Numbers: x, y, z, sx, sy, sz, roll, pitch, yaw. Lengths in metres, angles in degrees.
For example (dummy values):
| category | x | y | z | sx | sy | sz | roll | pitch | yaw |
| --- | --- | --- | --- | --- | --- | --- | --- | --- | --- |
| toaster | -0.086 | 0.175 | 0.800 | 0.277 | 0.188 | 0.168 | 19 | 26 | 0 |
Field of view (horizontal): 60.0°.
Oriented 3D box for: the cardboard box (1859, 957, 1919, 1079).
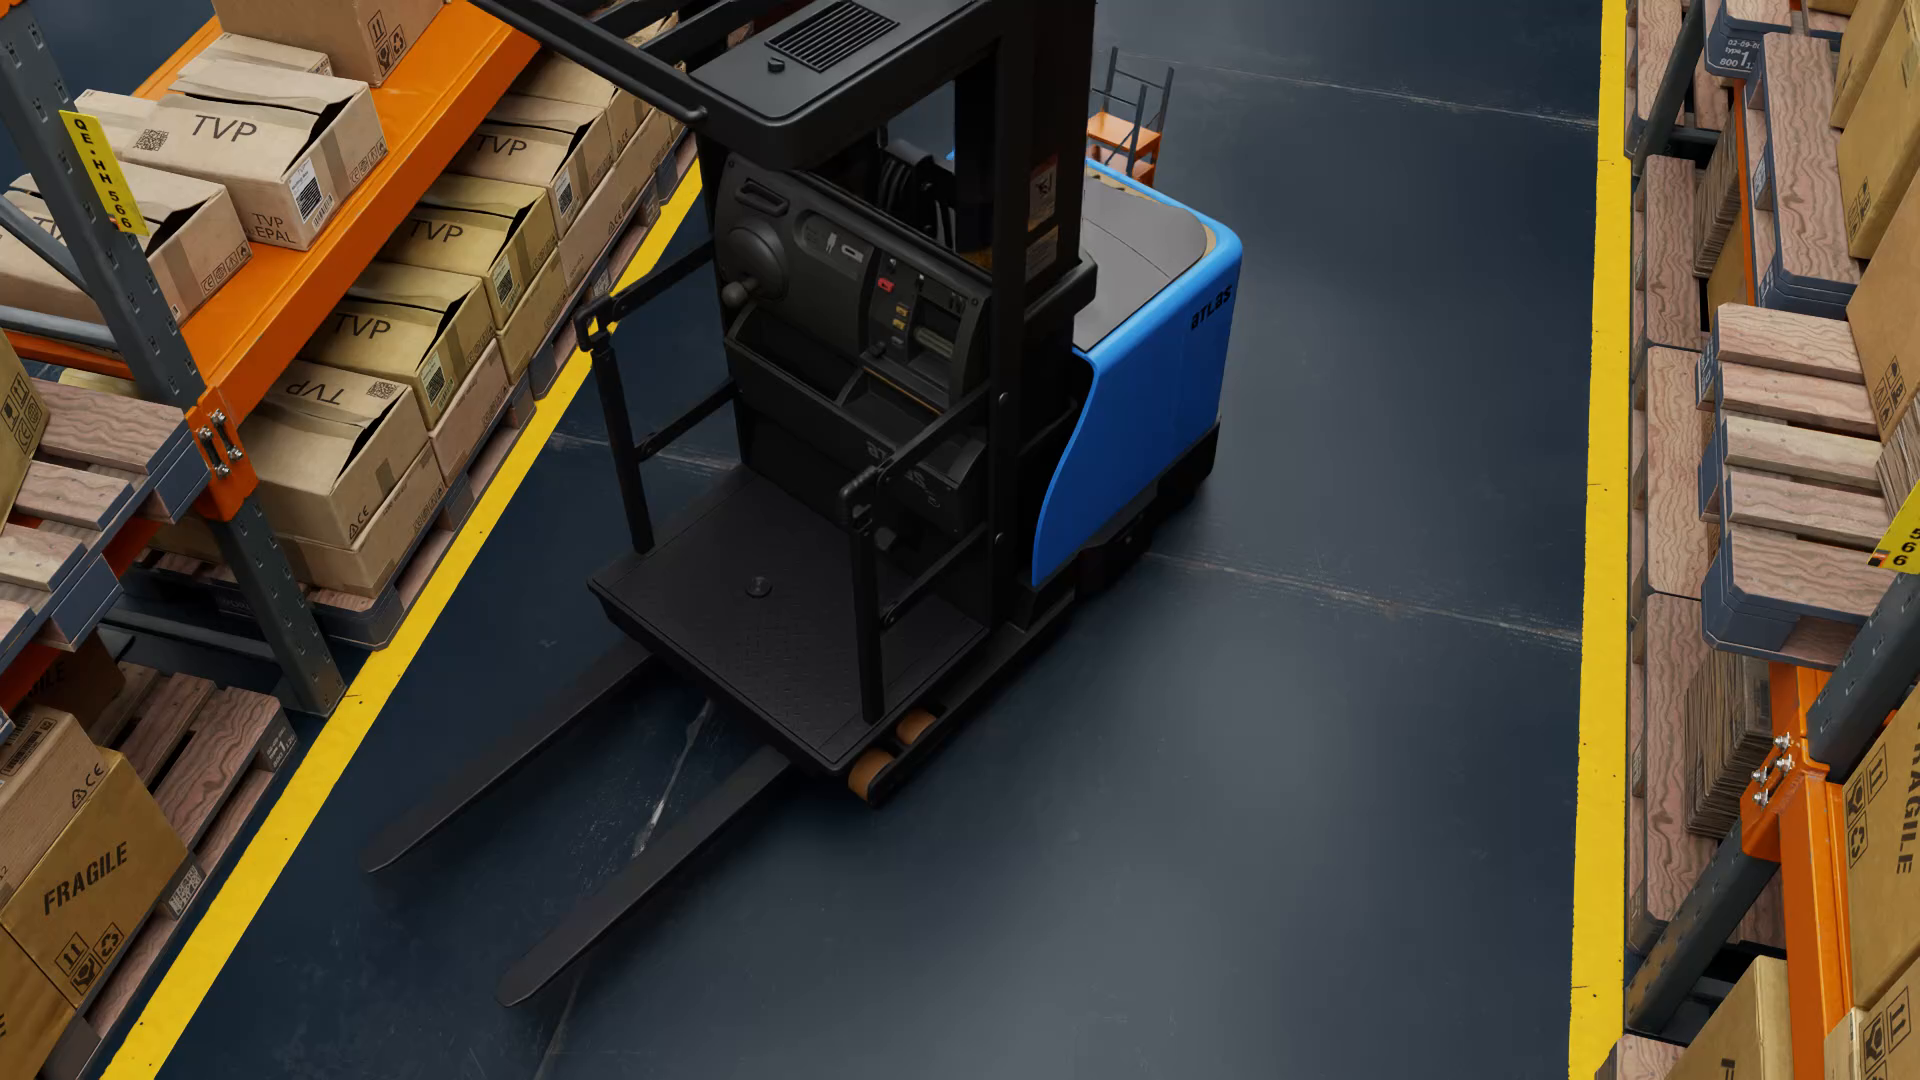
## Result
| category | x | y | z | sx | sy | sz | roll | pitch | yaw |
| --- | --- | --- | --- | --- | --- | --- | --- | --- | --- |
| cardboard box | 1.800 | 0.946 | 2.636 | 0.500 | 0.500 | 0.500 | 13 | 50 | 11 |

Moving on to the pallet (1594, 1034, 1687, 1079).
| category | x | y | z | sx | sy | sz | roll | pitch | yaw |
| --- | --- | --- | --- | --- | --- | --- | --- | --- | --- |
| pallet | 2.041 | 1.885 | 3.946 | 1.003 | 0.211 | 1.213 | 12 | 50 | 10 |

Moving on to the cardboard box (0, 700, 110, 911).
| category | x | y | z | sx | sy | sz | roll | pitch | yaw |
| --- | --- | --- | --- | --- | --- | --- | --- | --- | --- |
| cardboard box | -2.489 | 0.629 | 4.068 | 0.500 | 0.250 | 0.500 | 13 | 50 | 11 |

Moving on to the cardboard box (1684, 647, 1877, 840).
| category | x | y | z | sx | sy | sz | roll | pitch | yaw |
| --- | --- | --- | --- | --- | --- | --- | --- | --- | --- |
| cardboard box | 2.461 | 0.557 | 4.632 | 0.700 | 0.500 | 0.500 | 12 | 50 | 11 |

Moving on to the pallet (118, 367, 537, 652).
| category | x | y | z | sx | sy | sz | roll | pitch | yaw |
| --- | --- | --- | --- | --- | --- | --- | --- | --- | --- |
| pallet | -2.204 | -0.233 | 5.815 | 1.003 | 0.211 | 1.213 | 12 | 50 | 10 |

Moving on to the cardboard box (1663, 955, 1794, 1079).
| category | x | y | z | sx | sy | sz | roll | pitch | yaw |
| --- | --- | --- | --- | --- | --- | --- | --- | --- | --- |
| cardboard box | 2.001 | 1.485 | 3.593 | 0.750 | 0.750 | 0.750 | 11 | 49 | 10 |

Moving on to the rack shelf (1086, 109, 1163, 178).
| category | x | y | z | sx | sy | sz | roll | pitch | yaw |
| --- | --- | --- | --- | --- | --- | --- | --- | --- | --- |
| rack shelf | 0.539 | -1.369 | 5.733 | 0.258 | 0.103 | 0.180 | 28 | 44 | 22 |

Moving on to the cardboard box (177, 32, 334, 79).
| category | x | y | z | sx | sy | sz | roll | pitch | yaw |
| --- | --- | --- | --- | --- | --- | --- | --- | --- | --- |
| cardboard box | -2.177 | -1.419 | 5.169 | 0.380 | 0.149 | 0.250 | 15 | 50 | 13 |

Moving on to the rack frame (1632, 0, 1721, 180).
| category | x | y | z | sx | sy | sz | roll | pitch | yaw |
| --- | --- | --- | --- | --- | --- | --- | --- | --- | --- |
| rack frame | 3.374 | -2.487 | 5.944 | 1.000 | 3.000 | 0.127 | 12 | 50 | 10 |

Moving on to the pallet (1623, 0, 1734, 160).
| category | x | y | z | sx | sy | sz | roll | pitch | yaw |
| --- | --- | --- | --- | --- | --- | --- | --- | --- | --- |
| pallet | 3.517 | -2.057 | 7.425 | 1.003 | 0.211 | 1.213 | 12 | 50 | 10 |

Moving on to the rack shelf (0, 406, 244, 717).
| category | x | y | z | sx | sy | sz | roll | pitch | yaw |
| --- | --- | --- | --- | --- | --- | --- | --- | --- | --- |
| rack shelf | -2.985 | 1.116 | 3.244 | 1.077 | 0.370 | 4.000 | 12 | 50 | 10 |

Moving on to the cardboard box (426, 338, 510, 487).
| category | x | y | z | sx | sy | sz | roll | pitch | yaw |
| --- | --- | --- | --- | --- | --- | --- | --- | --- | --- |
| cardboard box | -1.906 | -0.482 | 5.729 | 0.500 | 0.250 | 0.500 | 10 | 49 | 9 |

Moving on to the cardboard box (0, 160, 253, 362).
| category | x | y | z | sx | sy | sz | roll | pitch | yaw |
| --- | --- | --- | --- | --- | --- | --- | --- | --- | --- |
| cardboard box | -2.321 | -0.793 | 4.509 | 0.500 | 0.311 | 0.500 | 14 | 50 | 12 |

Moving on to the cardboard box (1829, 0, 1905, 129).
| category | x | y | z | sx | sy | sz | roll | pitch | yaw |
| --- | --- | --- | --- | --- | --- | --- | --- | --- | --- |
| cardboard box | 2.910 | -1.419 | 4.642 | 0.700 | 0.500 | 0.500 | 18 | 51 | 15 |

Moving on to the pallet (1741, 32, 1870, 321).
| category | x | y | z | sx | sy | sz | roll | pitch | yaw |
| --- | --- | --- | --- | --- | --- | --- | --- | --- | --- |
| pallet | 2.803 | -0.970 | 4.733 | 1.003 | 0.211 | 1.213 | 12 | 50 | 10 |

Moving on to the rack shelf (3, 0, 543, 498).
| category | x | y | z | sx | sy | sz | roll | pitch | yaw |
| --- | --- | --- | --- | --- | --- | --- | --- | --- | --- |
| rack shelf | -1.932 | -1.777 | 5.798 | 1.077 | 0.370 | 4.000 | 12 | 50 | 10 |

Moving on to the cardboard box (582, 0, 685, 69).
| category | x | y | z | sx | sy | sz | roll | pitch | yaw |
| --- | --- | --- | --- | --- | --- | --- | --- | --- | --- |
| cardboard box | -1.367 | -2.149 | 6.826 | 0.500 | 0.311 | 0.500 | 13 | 50 | 11 |

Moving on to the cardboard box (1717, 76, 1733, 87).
| category | x | y | z | sx | sy | sz | roll | pitch | yaw |
| --- | --- | --- | --- | --- | --- | --- | --- | --- | --- |
| cardboard box | 3.486 | -2.088 | 7.188 | 0.380 | 0.166 | 0.250 | 6 | 49 | 5 |

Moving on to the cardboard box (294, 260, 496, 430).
| category | x | y | z | sx | sy | sz | roll | pitch | yaw |
| --- | --- | --- | --- | --- | --- | --- | --- | --- | --- |
| cardboard box | -1.907 | -0.686 | 5.534 | 0.500 | 0.311 | 0.500 | 10 | 49 | 9 |

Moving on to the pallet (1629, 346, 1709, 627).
| category | x | y | z | sx | sy | sz | roll | pitch | yaw |
| --- | --- | --- | --- | --- | --- | --- | --- | --- | --- |
| pallet | 2.852 | -0.115 | 5.711 | 1.003 | 0.211 | 1.213 | 12 | 50 | 10 |

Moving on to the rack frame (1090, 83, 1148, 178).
| category | x | y | z | sx | sy | sz | roll | pitch | yaw |
| --- | --- | --- | --- | --- | --- | --- | --- | --- | --- |
| rack frame | 0.457 | -1.086 | 5.877 | 0.240 | 1.200 | 0.006 | 28 | 44 | 22 |

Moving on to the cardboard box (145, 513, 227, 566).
| category | x | y | z | sx | sy | sz | roll | pitch | yaw |
| --- | --- | --- | --- | --- | --- | --- | --- | --- | --- |
| cardboard box | -2.555 | -0.226 | 5.503 | 0.500 | 0.250 | 0.500 | 13 | 50 | 11 |

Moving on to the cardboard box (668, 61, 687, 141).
| category | x | y | z | sx | sy | sz | roll | pitch | yaw |
| --- | --- | --- | --- | --- | --- | --- | --- | --- | --- |
| cardboard box | -1.370 | -1.968 | 7.040 | 0.500 | 0.250 | 0.500 | 11 | 49 | 9 |

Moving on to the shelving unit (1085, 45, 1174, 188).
| category | x | y | z | sx | sy | sz | roll | pitch | yaw |
| --- | --- | --- | --- | --- | --- | --- | --- | --- | --- |
| shelving unit | 0.509 | -1.131 | 5.938 | 0.258 | 1.200 | 0.189 | 28 | 44 | 22 |

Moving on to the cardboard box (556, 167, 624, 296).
| category | x | y | z | sx | sy | sz | roll | pitch | yaw |
| --- | --- | --- | --- | --- | --- | --- | --- | --- | --- |
| cardboard box | -1.640 | -1.230 | 6.389 | 0.500 | 0.250 | 0.500 | 12 | 50 | 11 |

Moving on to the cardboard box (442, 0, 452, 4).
| category | x | y | z | sx | sy | sz | roll | pitch | yaw |
| --- | --- | --- | --- | --- | --- | --- | --- | --- | --- |
| cardboard box | -1.894 | -2.199 | 5.624 | 0.500 | 0.500 | 0.500 | 12 | 50 | 10 |

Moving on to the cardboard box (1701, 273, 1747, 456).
| category | x | y | z | sx | sy | sz | roll | pitch | yaw |
| --- | --- | --- | --- | --- | --- | --- | --- | --- | --- |
| cardboard box | 2.936 | -0.525 | 5.586 | 0.700 | 0.500 | 0.500 | 12 | 50 | 10 |

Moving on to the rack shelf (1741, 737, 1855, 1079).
| category | x | y | z | sx | sy | sz | roll | pitch | yaw |
| --- | --- | --- | --- | --- | --- | --- | --- | --- | --- |
| rack shelf | 1.795 | 2.091 | 2.384 | 1.077 | 0.370 | 4.000 | 12 | 50 | 10 |

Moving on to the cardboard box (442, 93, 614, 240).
| category | x | y | z | sx | sy | sz | roll | pitch | yaw |
| --- | --- | --- | --- | --- | --- | --- | --- | --- | --- |
| cardboard box | -1.636 | -1.426 | 6.188 | 0.500 | 0.311 | 0.500 | 11 | 49 | 10 |

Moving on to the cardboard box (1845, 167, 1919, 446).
| category | x | y | z | sx | sy | sz | roll | pitch | yaw |
| --- | --- | --- | --- | --- | --- | --- | --- | --- | --- |
| cardboard box | 2.556 | -0.524 | 3.852 | 0.700 | 0.500 | 0.500 | 7 | 49 | 6 |

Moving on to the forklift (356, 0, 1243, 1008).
| category | x | y | z | sx | sy | sz | roll | pitch | yaw |
| --- | --- | --- | --- | --- | --- | --- | --- | --- | --- |
| forklift | -0.448 | -0.612 | 4.335 | 1.130 | 2.935 | 3.031 | 33 | 56 | 26 |

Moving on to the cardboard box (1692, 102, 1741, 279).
| category | x | y | z | sx | sy | sz | roll | pitch | yaw |
| --- | --- | --- | --- | --- | --- | --- | --- | --- | --- |
| cardboard box | 3.197 | -1.270 | 6.244 | 0.700 | 0.500 | 0.500 | 13 | 50 | 11 |

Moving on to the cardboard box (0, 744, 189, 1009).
| category | x | y | z | sx | sy | sz | roll | pitch | yaw |
| --- | --- | --- | --- | --- | --- | --- | --- | --- | --- |
| cardboard box | -2.478 | 0.836 | 4.385 | 0.500 | 0.500 | 0.500 | 13 | 50 | 12 |

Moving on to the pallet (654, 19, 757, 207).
| category | x | y | z | sx | sy | sz | roll | pitch | yaw |
| --- | --- | --- | --- | --- | --- | --- | --- | --- | --- |
| pallet | -1.562 | -1.998 | 7.373 | 1.003 | 0.211 | 1.213 | 12 | 50 | 10 |

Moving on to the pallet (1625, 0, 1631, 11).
| category | x | y | z | sx | sy | sz | roll | pitch | yaw |
| --- | --- | --- | --- | --- | --- | --- | --- | --- | --- |
| pallet | 3.836 | -2.942 | 8.206 | 1.003 | 0.211 | 1.213 | 12 | 50 | 10 |

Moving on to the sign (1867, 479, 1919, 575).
| category | x | y | z | sx | sy | sz | roll | pitch | yaw |
| --- | --- | --- | --- | --- | --- | --- | --- | --- | --- |
| sign | 1.795 | -0.051 | 3.075 | 0.100 | 0.325 | 0.005 | 12 | 50 | 10 |

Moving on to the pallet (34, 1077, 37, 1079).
| category | x | y | z | sx | sy | sz | roll | pitch | yaw |
| --- | --- | --- | --- | --- | --- | --- | --- | --- | --- |
| pallet | -3.015 | 1.767 | 4.050 | 1.003 | 0.211 | 1.213 | 12 | 50 | 10 |
